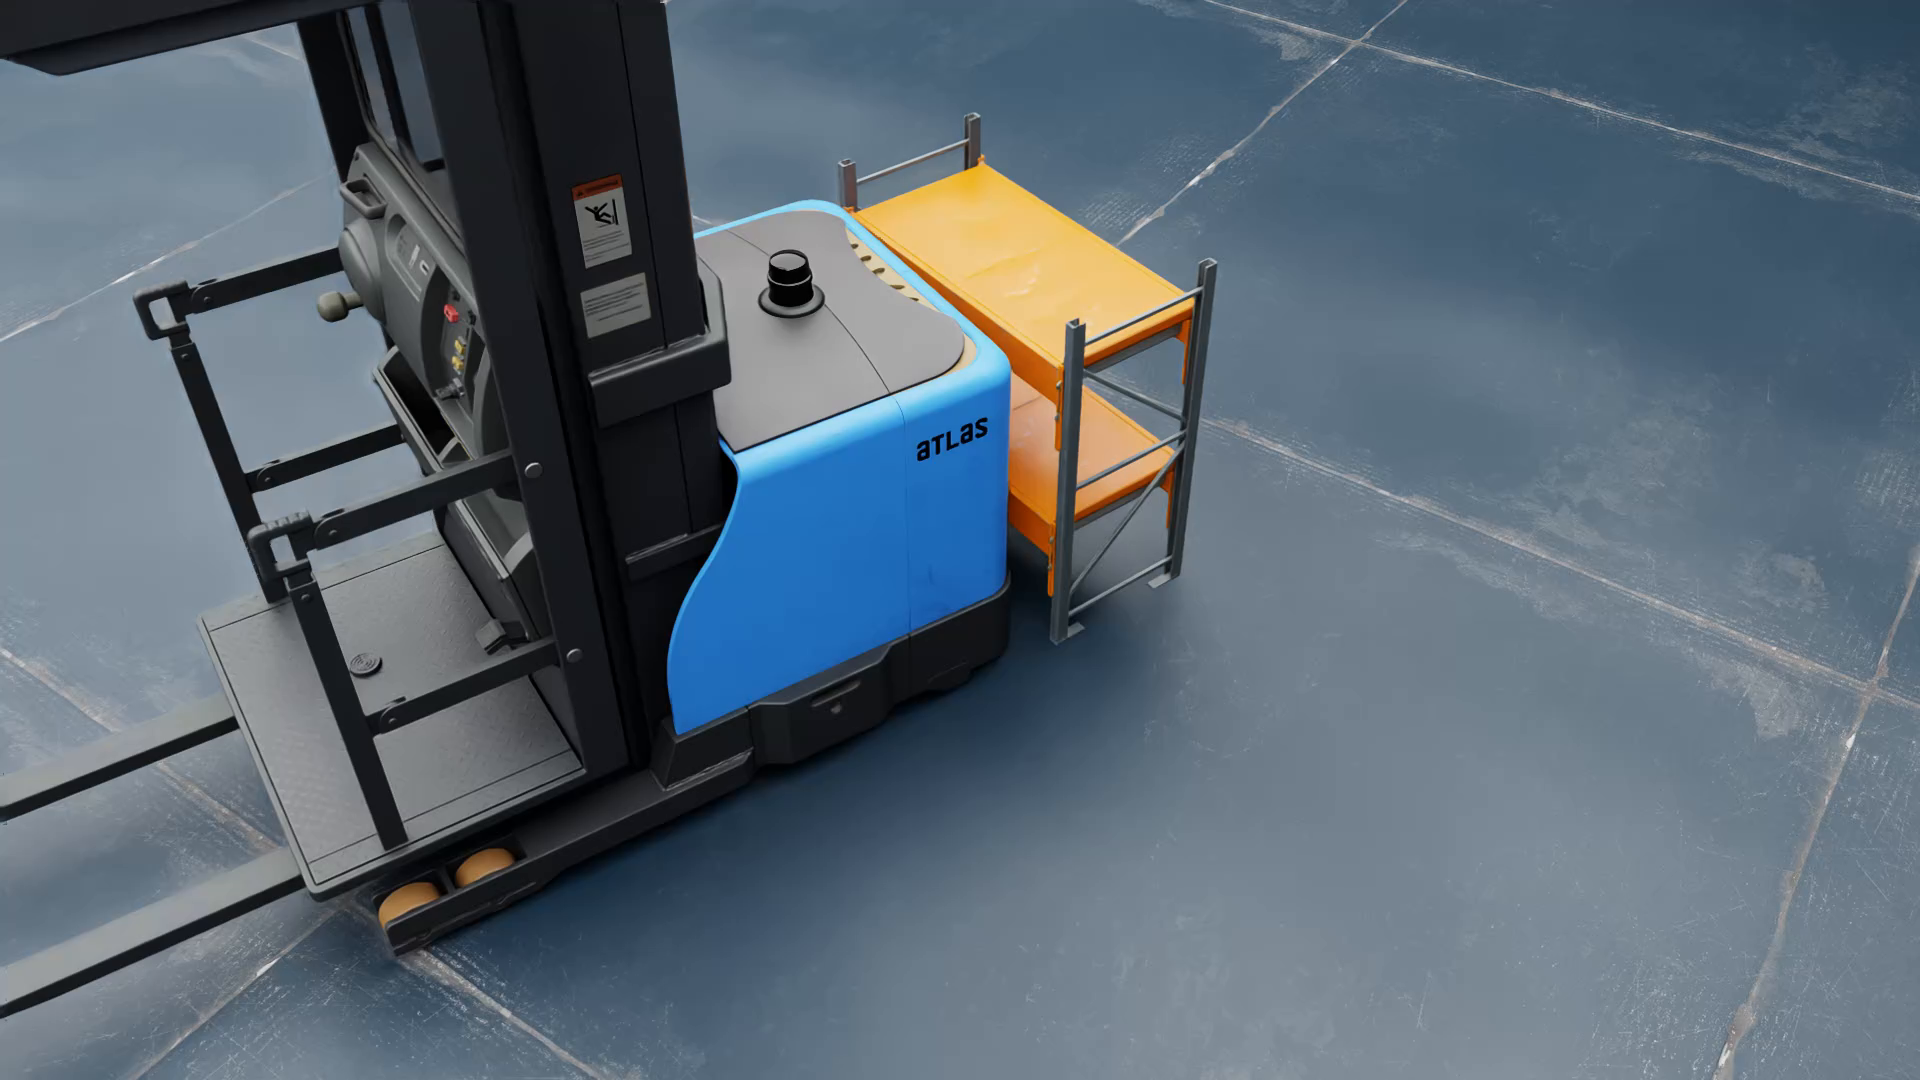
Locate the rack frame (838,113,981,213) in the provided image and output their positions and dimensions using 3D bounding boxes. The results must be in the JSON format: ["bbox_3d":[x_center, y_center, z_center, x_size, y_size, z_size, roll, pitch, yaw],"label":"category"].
[{"bbox_3d":[-0.144,-0.758,5.253,0.500,1.125,0.032,-27,48,-27],"label":"rack frame"}]

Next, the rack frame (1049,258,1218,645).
[{"bbox_3d":[0.472,-0.219,4.651,0.500,1.125,0.032,-27,48,-27],"label":"rack frame"}]

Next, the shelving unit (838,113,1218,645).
[{"bbox_3d":[0.164,-0.488,4.952,0.538,1.125,1.048,-27,48,-27],"label":"shelving unit"}]

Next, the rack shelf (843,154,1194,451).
[{"bbox_3d":[0.164,-0.706,4.757,0.538,0.278,1.000,-27,48,-27],"label":"rack shelf"}]

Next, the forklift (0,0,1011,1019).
[{"bbox_3d":[-1.375,-0.487,3.596,3.031,2.935,1.130,-23,47,-24],"label":"forklift"}]

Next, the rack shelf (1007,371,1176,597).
[{"bbox_3d":[0.164,-0.306,5.115,0.538,0.278,1.000,-27,48,-27],"label":"rack shelf"}]
